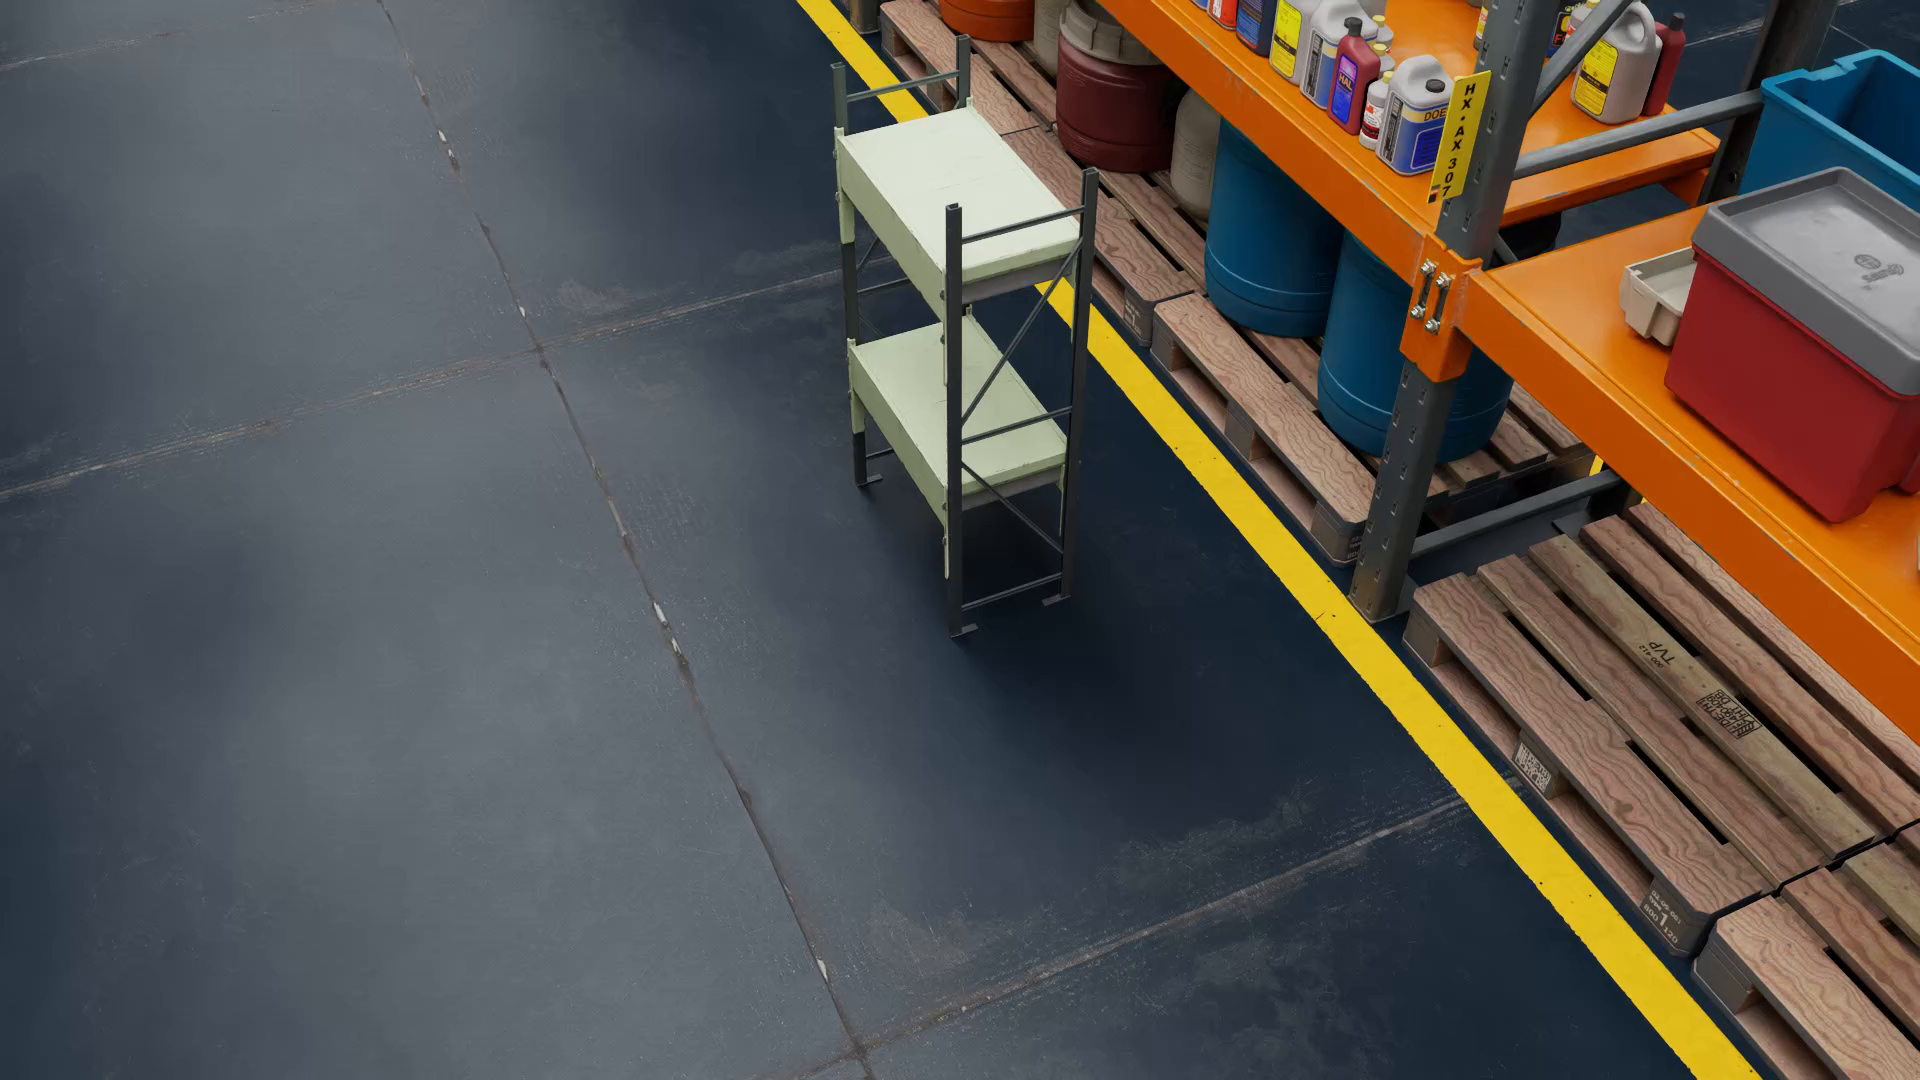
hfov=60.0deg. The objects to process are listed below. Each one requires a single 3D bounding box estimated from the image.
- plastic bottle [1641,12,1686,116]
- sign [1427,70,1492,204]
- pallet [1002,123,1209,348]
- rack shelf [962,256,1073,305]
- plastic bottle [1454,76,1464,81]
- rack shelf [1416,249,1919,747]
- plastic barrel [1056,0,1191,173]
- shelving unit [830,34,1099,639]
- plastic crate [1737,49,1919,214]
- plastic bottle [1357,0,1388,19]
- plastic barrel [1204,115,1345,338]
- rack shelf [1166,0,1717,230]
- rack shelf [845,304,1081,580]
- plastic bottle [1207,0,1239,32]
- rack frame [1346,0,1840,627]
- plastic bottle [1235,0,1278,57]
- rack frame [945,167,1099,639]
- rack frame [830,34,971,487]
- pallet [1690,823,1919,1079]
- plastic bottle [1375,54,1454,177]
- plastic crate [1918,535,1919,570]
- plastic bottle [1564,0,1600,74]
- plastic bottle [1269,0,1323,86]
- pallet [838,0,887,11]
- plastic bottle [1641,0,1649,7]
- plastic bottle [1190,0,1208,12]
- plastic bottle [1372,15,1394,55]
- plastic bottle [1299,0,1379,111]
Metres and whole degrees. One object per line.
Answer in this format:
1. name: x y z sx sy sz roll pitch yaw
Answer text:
1. plastic bottle: 1.890 -1.313 4.528 0.061 0.283 0.133 -18 47 -17
2. sign: 1.157 -0.932 3.861 0.100 0.325 0.005 -18 47 -17
3. pallet: 0.854 -1.284 6.401 1.003 0.211 1.213 -18 47 -17
4. rack shelf: -0.003 -0.867 4.403 0.332 0.071 0.664 -18 47 -17
5. plastic bottle: 1.304 -1.128 4.399 0.097 0.201 0.097 0 45 0
6. rack shelf: 2.498 0.536 3.083 1.077 0.370 4.000 -18 47 -17
7. plastic barrel: 0.671 -1.808 6.365 0.600 0.588 0.708 -18 47 -17
8. shelving unit: -0.003 -0.538 4.728 0.431 1.500 0.755 -18 47 -17
9. plastic crate: 2.163 -0.813 3.907 0.392 0.384 0.575 -18 47 -17
10. plastic bottle: 1.105 -1.509 4.678 0.144 0.351 0.185 -18 47 -17
11. plastic barrel: 1.146 -1.200 5.525 0.600 0.901 0.708 -18 47 -17
12. rack shelf: 0.816 -2.082 5.598 0.919 0.124 3.809 -18 47 -17
13. rack shelf: -0.003 -0.306 4.957 0.431 0.370 0.720 -18 47 -17
14. plastic bottle: 0.833 -1.660 4.885 0.152 0.276 0.135 -18 47 -17
15. rack frame: 1.657 -0.994 4.122 1.000 3.000 0.127 -18 47 -17
16. plastic bottle: 0.896 -1.584 4.755 0.144 0.351 0.185 -18 47 -17
17. rack frame: 0.151 -0.305 4.491 0.400 1.500 0.023 -18 47 -17
18. rack frame: -0.157 -0.771 4.964 0.400 1.500 0.023 -18 47 -17
19. pallet: 2.519 1.234 3.849 1.003 0.211 1.213 -18 47 -17
20. plastic bottle: 1.198 -1.106 4.323 0.152 0.276 0.135 -18 47 -17
21. plastic crate: 2.132 0.054 3.101 0.437 0.282 0.530 -18 47 -17
22. plastic bottle: 1.769 -1.436 4.712 0.097 0.201 0.097 0 45 0
23. plastic bottle: 0.974 -1.466 4.635 0.144 0.351 0.185 -18 47 -17
24. pallet: -0.315 -3.056 8.197 1.003 0.211 1.213 -18 47 -17
25. plastic bottle: 1.834 -1.398 4.614 0.061 0.283 0.133 -18 47 -17
26. plastic bottle: 0.776 -1.746 4.972 0.152 0.276 0.135 -18 47 -17
27. plastic bottle: 1.150 -1.361 4.635 0.097 0.201 0.097 0 45 0
28. plastic bottle: 1.045 -1.339 4.559 0.152 0.276 0.135 -18 47 -17
